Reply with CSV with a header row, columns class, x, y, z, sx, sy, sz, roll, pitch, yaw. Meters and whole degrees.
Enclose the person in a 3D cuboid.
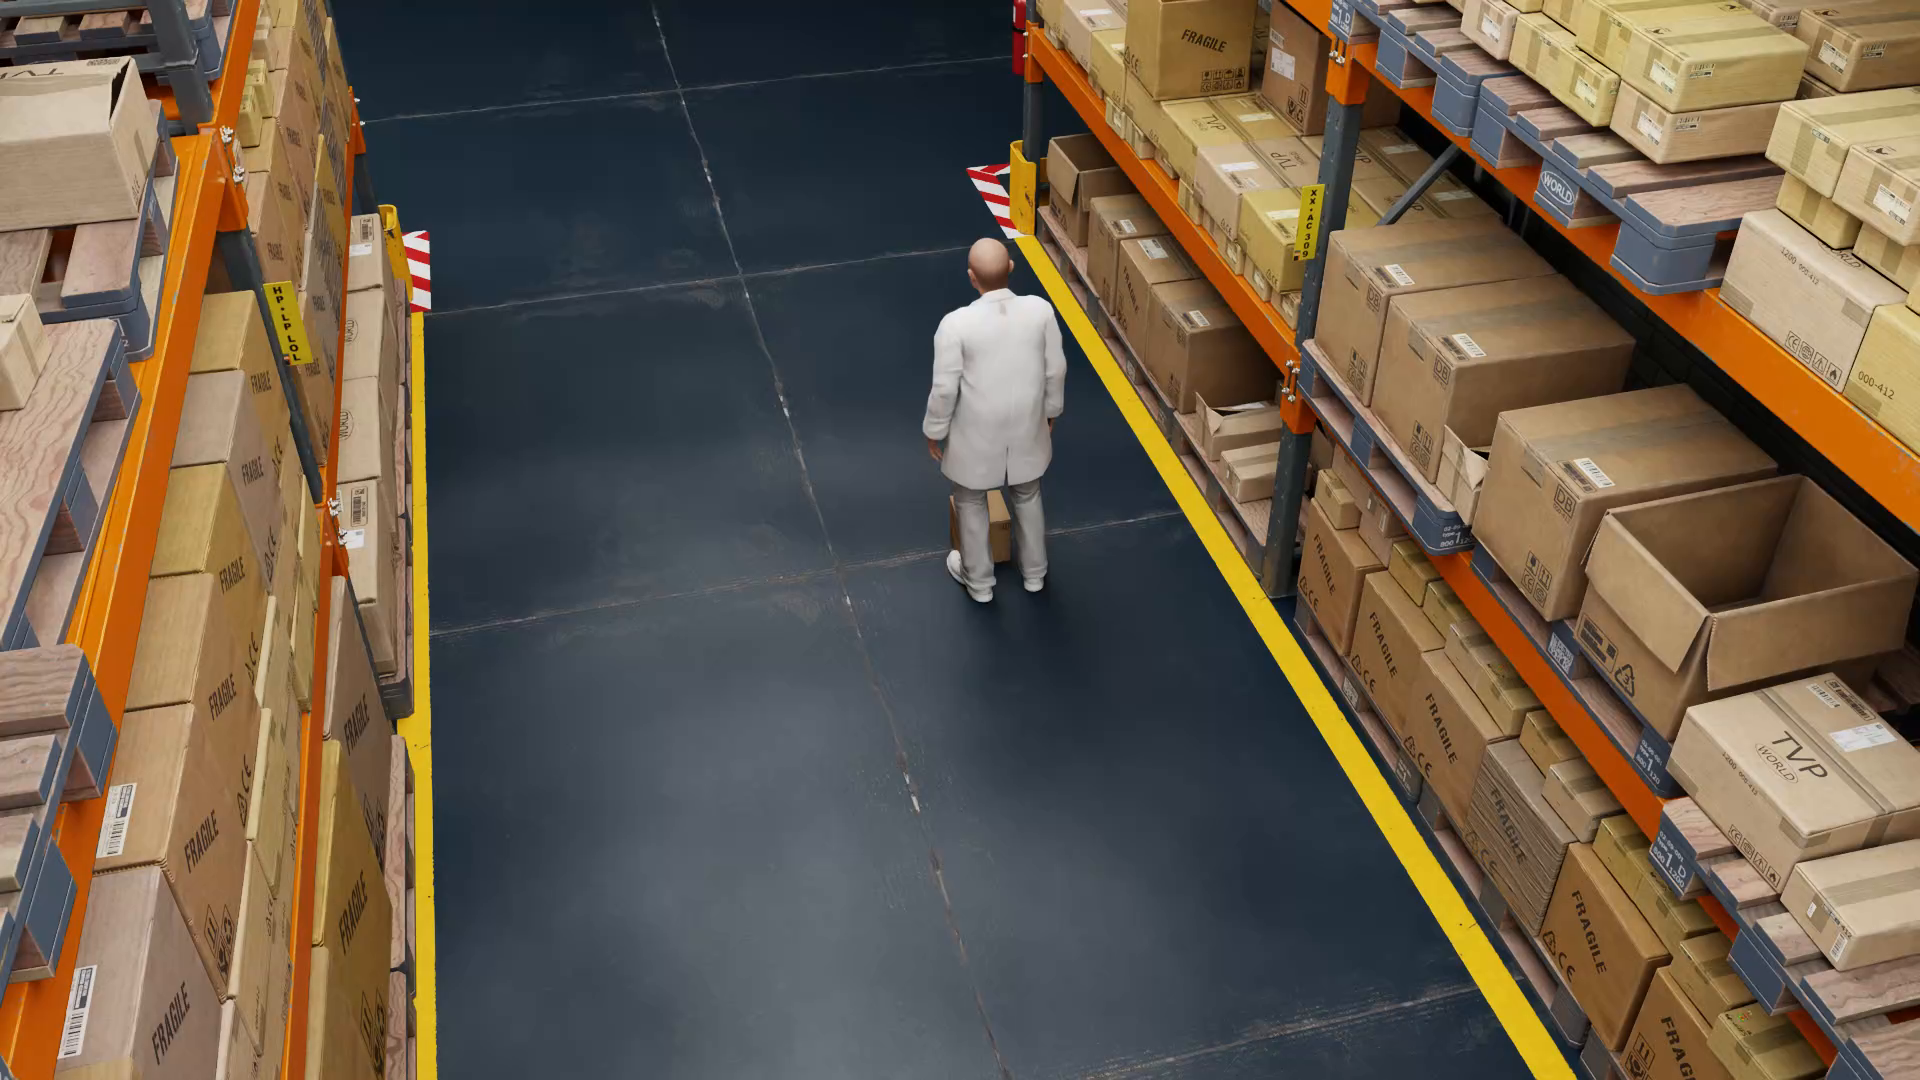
class,x,y,z,sx,sy,sz,roll,pitch,yaw
person,0.154,-0.512,7.390,0.656,1.775,0.418,-11,39,-14
